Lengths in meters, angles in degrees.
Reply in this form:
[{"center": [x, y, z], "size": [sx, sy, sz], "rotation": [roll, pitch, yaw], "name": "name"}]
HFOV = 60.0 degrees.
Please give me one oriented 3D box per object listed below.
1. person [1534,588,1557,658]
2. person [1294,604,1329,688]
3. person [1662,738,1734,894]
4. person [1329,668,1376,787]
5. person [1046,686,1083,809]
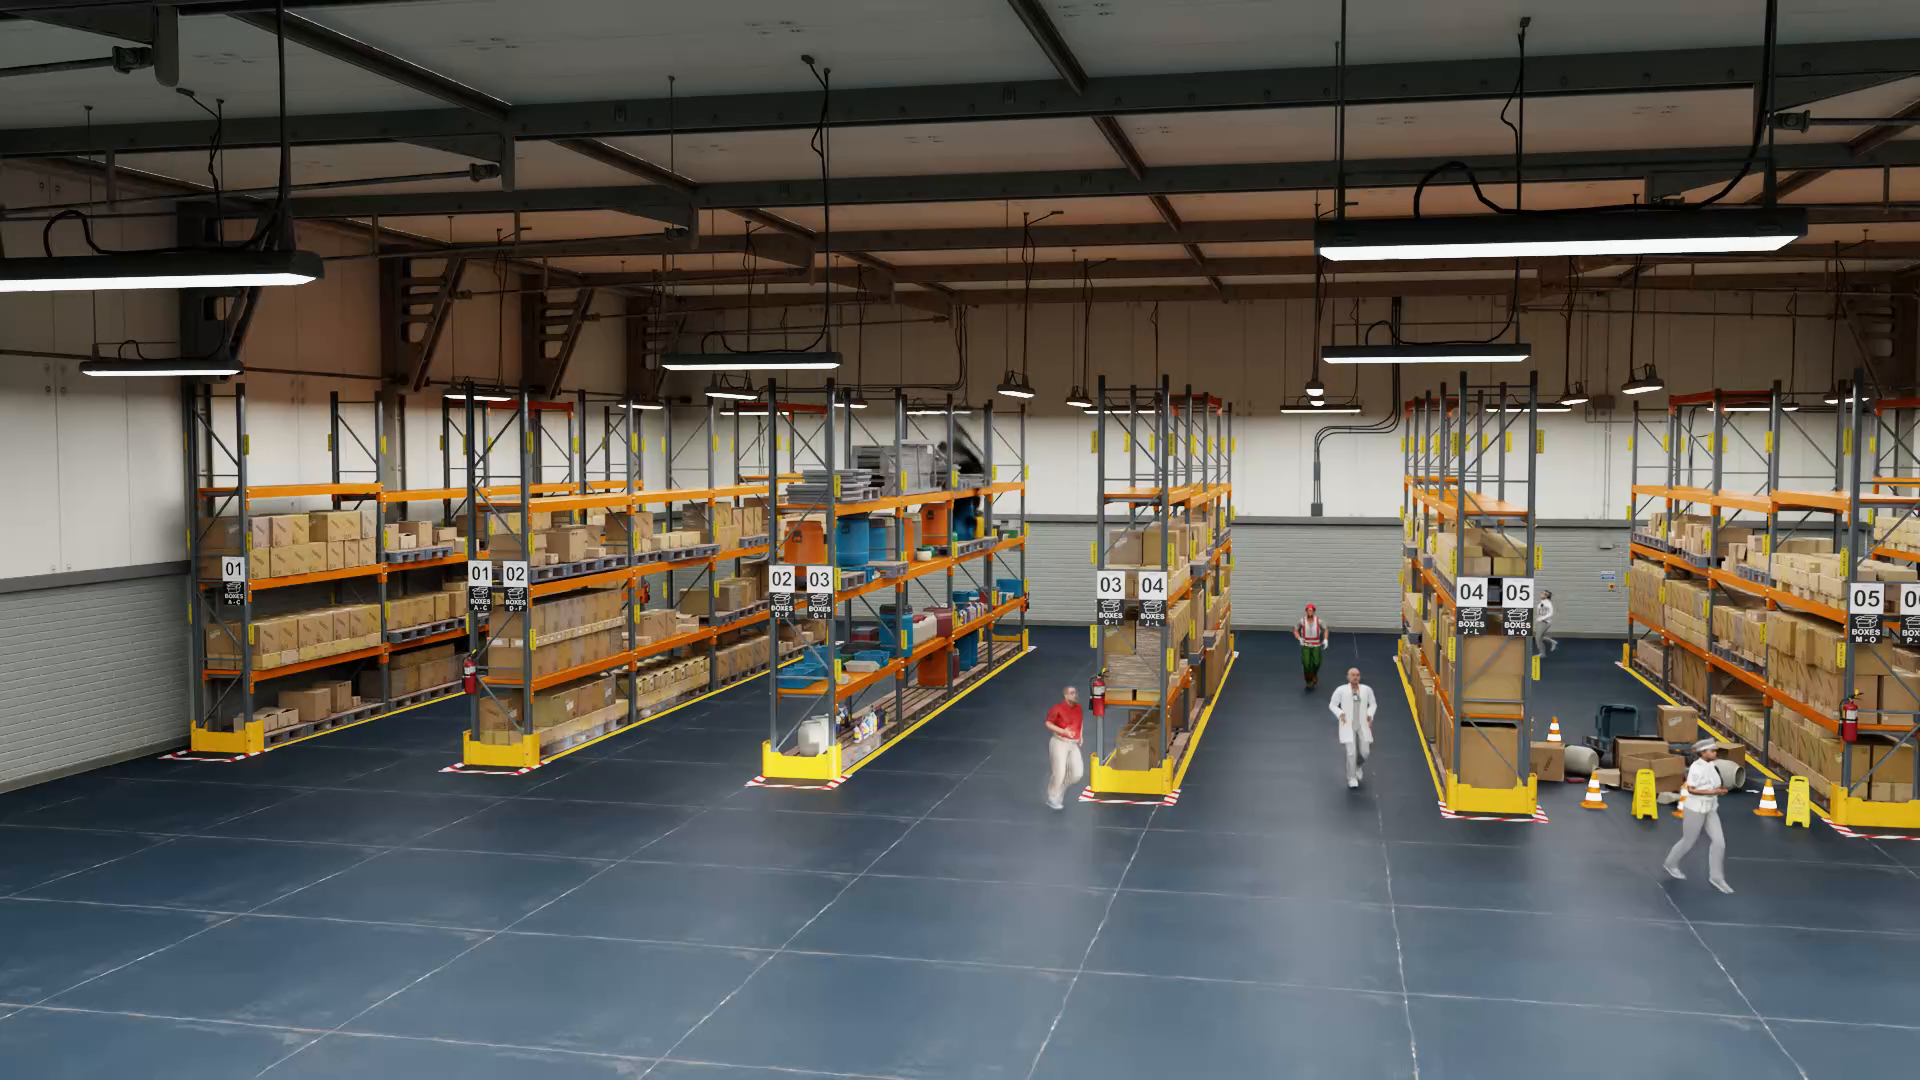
[{"center": [13.771, 1.954, 39.053], "size": [0.565, 1.660, 0.617], "rotation": [0, 3, 5], "name": "person"}, {"center": [7.193, 2.181, 34.056], "size": [0.707, 1.742, 0.577], "rotation": [0, 3, 8], "name": "person"}, {"center": [8.332, 3.093, 18.795], "size": [0.554, 1.737, 0.809], "rotation": [-2, 4, -36], "name": "person"}, {"center": [5.776, 2.740, 24.375], "size": [0.706, 1.725, 0.663], "rotation": [0, 3, 2], "name": "person"}, {"center": [1.511, 2.852, 22.942], "size": [0.675, 1.674, 0.623], "rotation": [-2, 4, -31], "name": "person"}]
